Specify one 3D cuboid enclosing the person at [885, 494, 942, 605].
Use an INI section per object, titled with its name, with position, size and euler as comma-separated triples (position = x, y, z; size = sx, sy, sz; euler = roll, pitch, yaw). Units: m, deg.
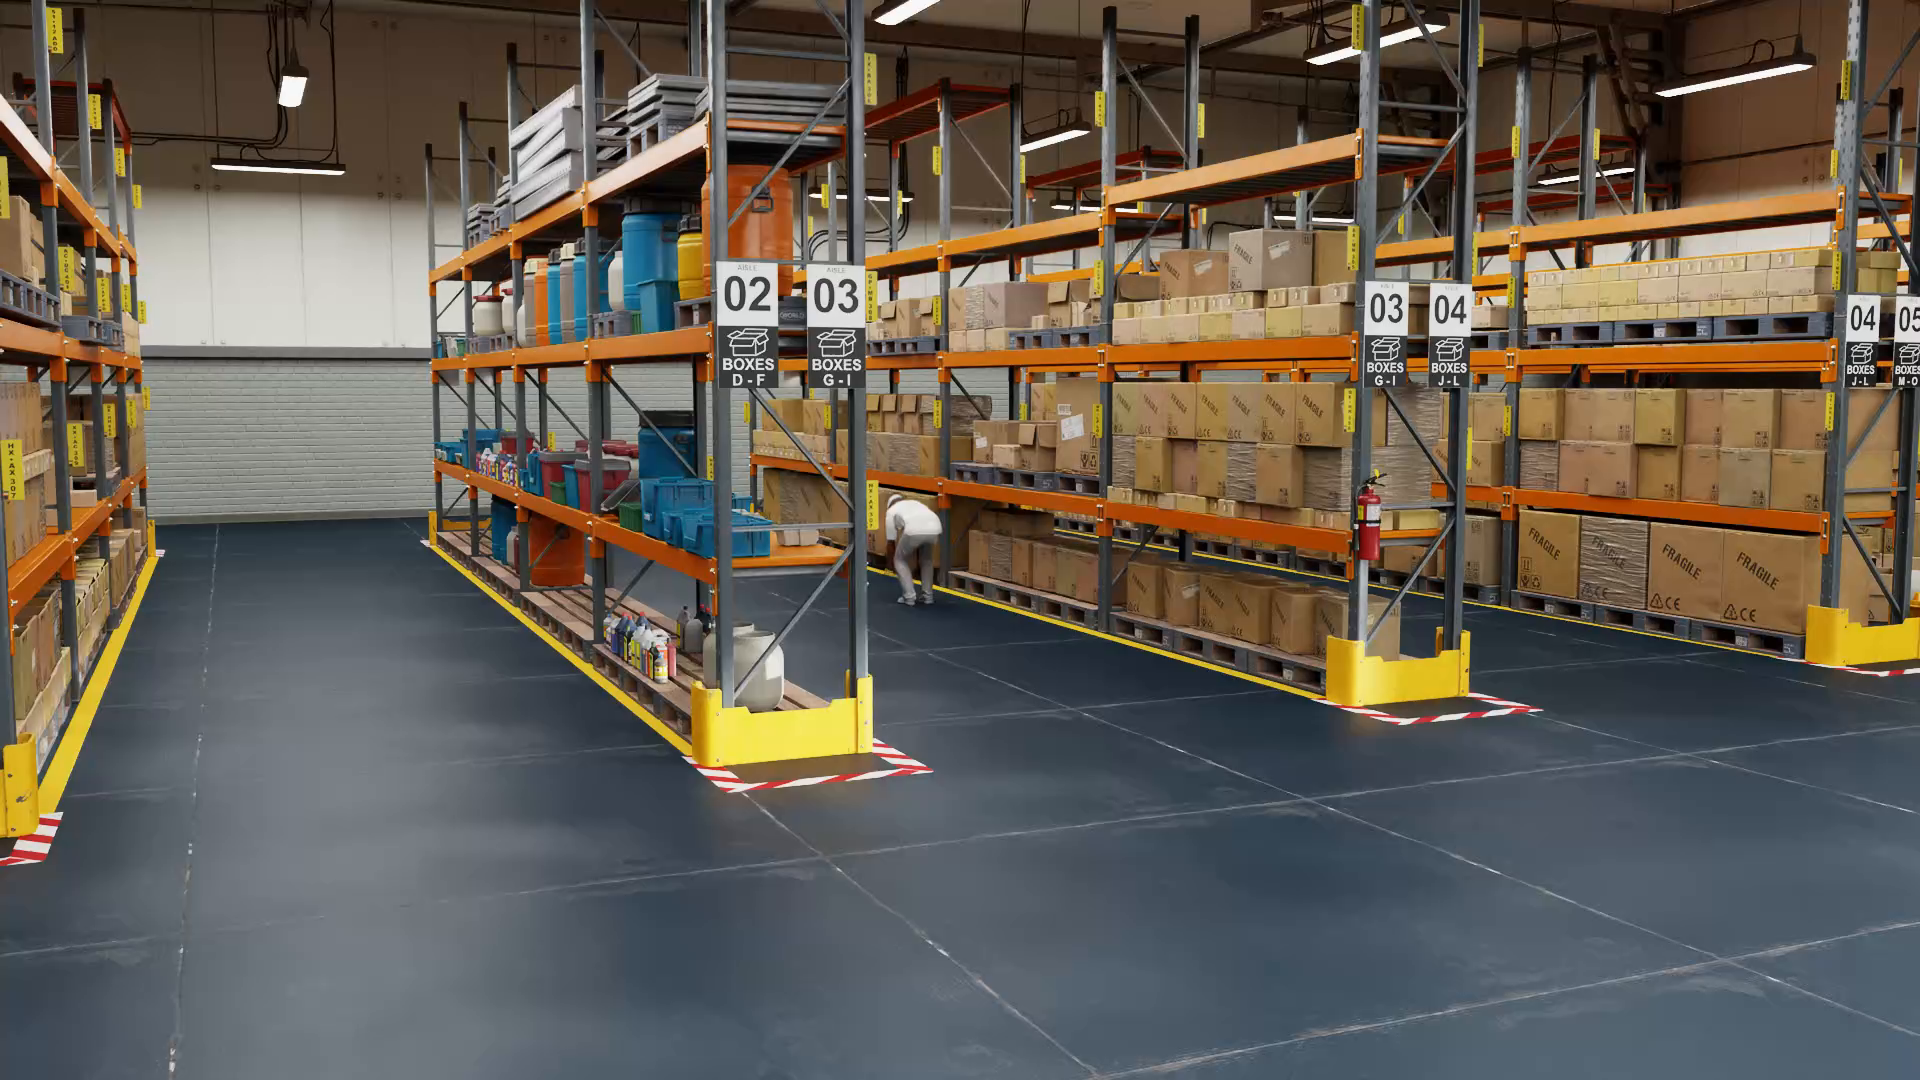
[person]
position = -0.564, 0.101, 18.645
size = 0.501, 1.187, 0.954
euler = -3, 6, -26
